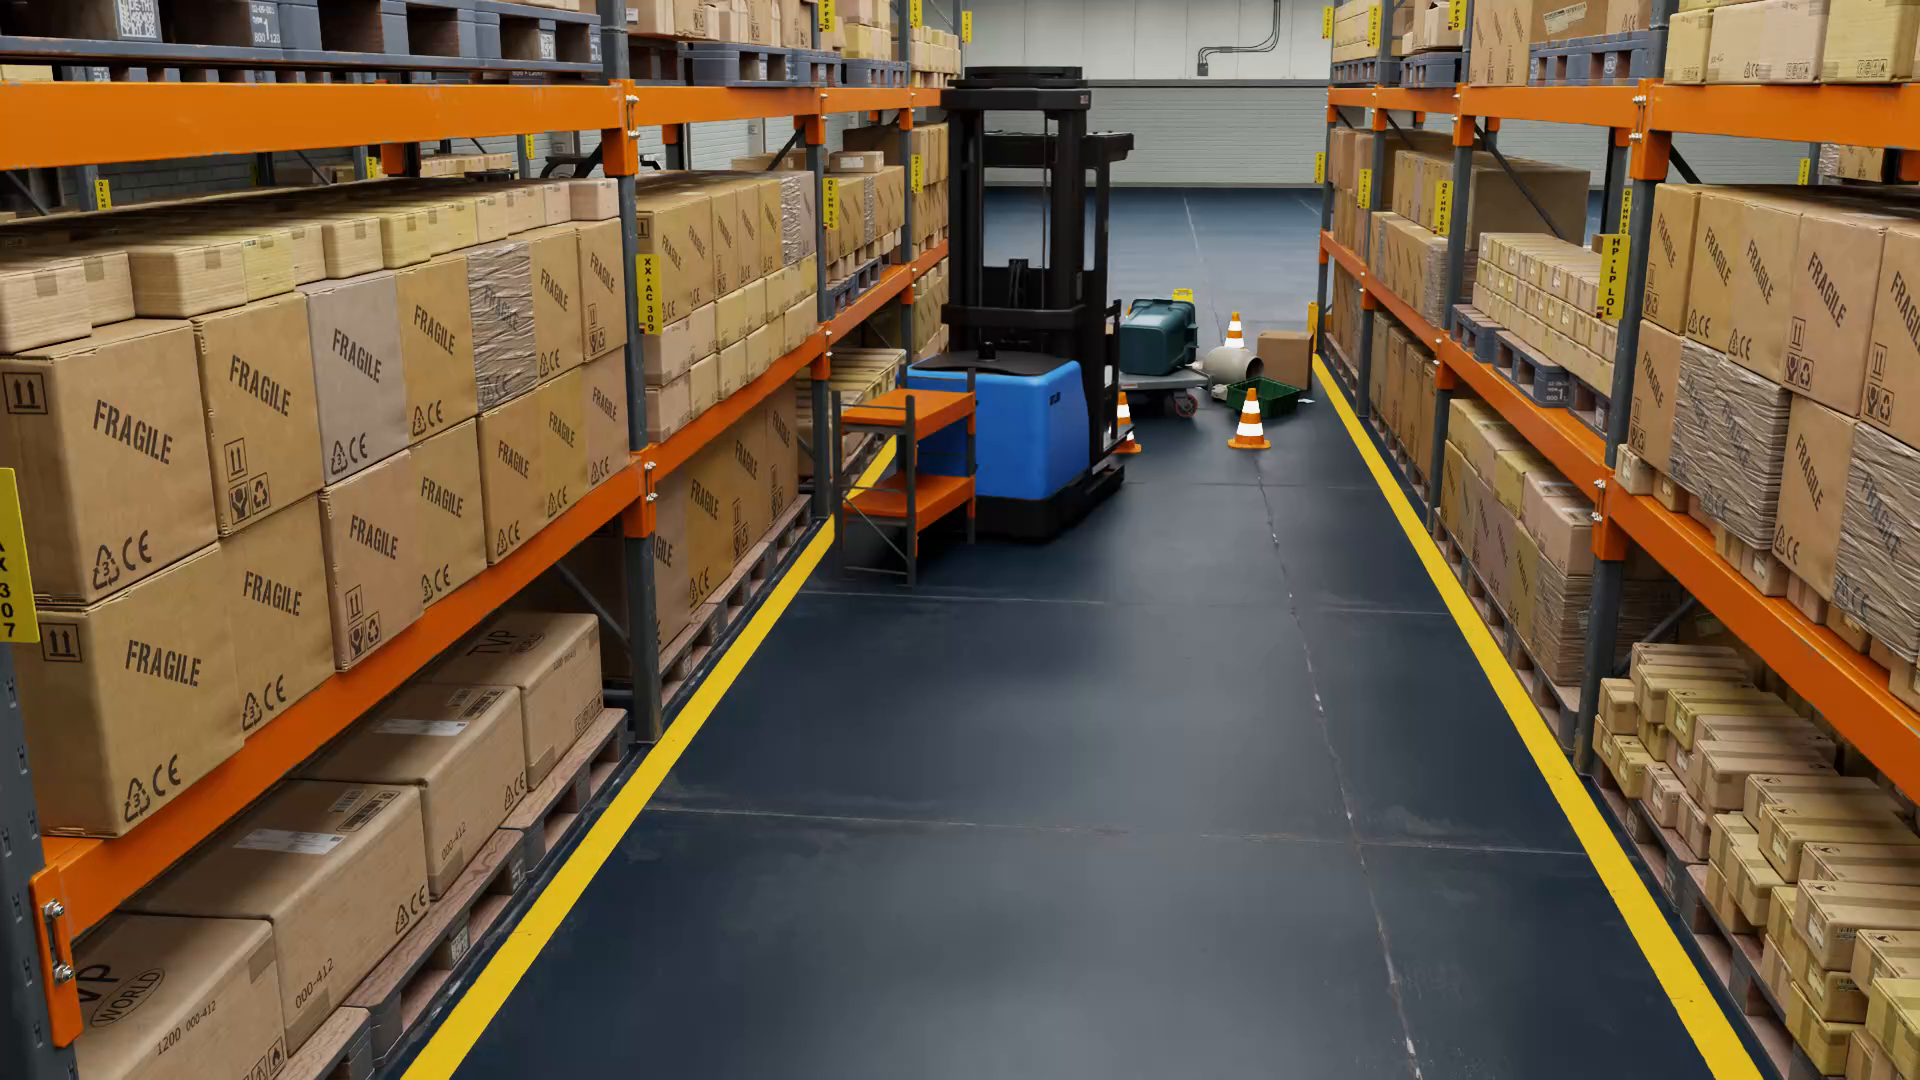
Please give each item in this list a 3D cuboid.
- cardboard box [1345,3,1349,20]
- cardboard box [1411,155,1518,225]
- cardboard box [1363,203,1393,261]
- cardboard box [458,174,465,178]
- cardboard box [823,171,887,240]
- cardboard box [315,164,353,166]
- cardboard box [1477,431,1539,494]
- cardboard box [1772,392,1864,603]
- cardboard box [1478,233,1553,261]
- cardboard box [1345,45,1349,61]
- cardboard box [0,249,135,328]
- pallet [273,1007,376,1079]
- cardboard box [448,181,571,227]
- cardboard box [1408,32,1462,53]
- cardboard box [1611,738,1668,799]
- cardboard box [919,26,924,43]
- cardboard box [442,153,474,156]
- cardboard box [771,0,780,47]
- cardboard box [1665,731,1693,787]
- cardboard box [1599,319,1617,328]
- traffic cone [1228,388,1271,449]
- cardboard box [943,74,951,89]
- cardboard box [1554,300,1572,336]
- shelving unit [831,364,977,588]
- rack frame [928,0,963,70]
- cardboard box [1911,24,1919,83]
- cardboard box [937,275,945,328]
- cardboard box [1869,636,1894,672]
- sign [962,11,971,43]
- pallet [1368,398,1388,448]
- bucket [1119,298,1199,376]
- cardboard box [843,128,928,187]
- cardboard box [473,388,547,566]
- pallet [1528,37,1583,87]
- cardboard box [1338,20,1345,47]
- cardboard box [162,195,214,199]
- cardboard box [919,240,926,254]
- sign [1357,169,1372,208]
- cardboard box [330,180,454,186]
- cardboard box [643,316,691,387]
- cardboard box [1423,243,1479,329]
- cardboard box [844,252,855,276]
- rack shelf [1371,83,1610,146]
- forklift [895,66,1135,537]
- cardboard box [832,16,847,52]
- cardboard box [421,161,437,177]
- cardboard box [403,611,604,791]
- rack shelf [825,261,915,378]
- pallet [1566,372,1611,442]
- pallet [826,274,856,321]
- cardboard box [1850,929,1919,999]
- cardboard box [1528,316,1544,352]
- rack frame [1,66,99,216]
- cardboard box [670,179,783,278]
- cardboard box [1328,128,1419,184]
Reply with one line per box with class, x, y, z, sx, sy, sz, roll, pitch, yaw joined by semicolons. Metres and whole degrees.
cardboard box;3.985;-5.185;16.302;0.380;0.149;0.250;1;15;5
cardboard box;3.839;-2.663;12.657;0.700;0.500;0.500;2;15;7
cardboard box;4.033;-2.694;14.592;0.875;0.550;0.550;2;15;6
cardboard box;-5.289;-3.758;17.378;0.380;0.149;0.250;2;15;7
cardboard box;-0.870;-2.651;13.154;0.500;0.500;0.500;2;15;8
cardboard box;-6.037;-3.520;15.930;0.380;0.149;0.250;2;15;6
cardboard box;3.108;-0.415;8.998;0.500;0.250;0.500;2;15;7
cardboard box;2.621;-0.124;4.611;0.500;0.500;0.500;2;15;9
cardboard box;3.307;-1.742;9.893;0.380;0.149;0.250;2;15;6
cardboard box;3.955;-4.734;16.162;0.380;0.149;0.250;2;15;6
cardboard box;-2.007;-0.531;3.530;0.380;0.149;0.250;2;15;8
pallet;-2.268;1.603;4.328;1.003;0.211;1.213;2;15;6
cardboard box;-1.686;-1.260;6.226;0.380;0.149;0.250;2;15;8
cardboard box;3.587;-3.748;12.514;0.380;0.149;0.250;2;15;6
cardboard box;2.710;0.877;6.331;0.380;0.149;0.250;2;15;8
cardboard box;-0.528;-4.566;15.007;0.380;0.149;0.250;1;15;4
cardboard box;-5.658;-4.252;18.637;0.380;0.149;0.250;1;15;5
cardboard box;-1.186;-2.826;9.074;0.396;0.266;0.258;1;15;5
cardboard box;2.810;0.796;6.058;0.380;0.149;0.250;2;15;6
cardboard box;2.981;-0.999;7.147;0.380;0.149;0.250;1;15;5
traffic cone;2.351;-0.998;13.466;0.336;0.463;0.334;2;15;6
cardboard box;-0.297;-4.775;17.310;0.380;0.149;0.250;2;15;8
cardboard box;3.066;-1.056;7.928;0.380;0.149;0.250;1;15;3
shelving unit;-0.318;-0.414;10.038;0.538;1.125;1.048;6;16;20
rack frame;-0.475;-6.579;17.752;1.000;3.000;0.127;2;15;6
cardboard box;2.557;-1.176;3.804;0.500;0.250;0.500;2;15;9
cardboard box;-0.426;-2.439;16.960;0.500;0.500;0.500;1;15;5
cardboard box;2.638;0.283;4.348;0.380;0.149;0.250;1;15;4
sign;0.074;-5.537;17.948;0.100;0.325;0.005;2;15;6
pallet;3.991;-0.977;13.872;1.003;0.211;1.213;2;15;6
bucket;1.728;-1.782;14.867;0.726;0.611;0.620;7;27;25
cardboard box;-0.662;-3.428;14.914;0.700;0.500;0.500;2;15;6
cardboard box;-1.723;-0.226;5.561;0.500;0.500;0.500;1;15;5
pallet;3.390;-2.234;7.791;1.213;0.211;1.003;2;15;6
cardboard box;4.089;-5.084;16.692;0.500;0.250;0.500;2;15;6
cardboard box;-6.308;-2.738;13.607;0.380;0.149;0.250;2;15;6
cardboard box;-0.533;-2.796;15.738;0.380;0.149;0.250;2;15;8
sign;3.451;-2.998;14.192;0.100;0.325;0.005;2;15;6
cardboard box;-2.136;-1.273;6.275;0.380;0.149;0.250;2;15;7
cardboard box;-1.500;-0.845;7.371;0.500;0.250;0.500;1;15;5
cardboard box;3.336;-1.661;10.868;0.500;0.500;0.500;2;15;6
cardboard box;-0.963;-1.981;11.918;0.380;0.149;0.250;2;15;7
rack shelf;3.777;-3.108;12.040;1.077;0.370;4.000;2;15;6
forklift;0.553;-1.774;11.608;1.130;2.935;3.031;5;16;19
cardboard box;-1.234;-3.502;11.923;0.797;0.503;0.637;2;15;6
cardboard box;-5.462;-3.706;16.617;0.380;0.149;0.250;2;15;6
cardboard box;-2.007;0.623;6.714;0.875;0.438;0.875;1;15;5
rack shelf;-1.152;-1.779;12.874;1.077;0.370;4.000;2;15;6
pallet;3.331;-0.552;7.325;1.003;0.211;1.213;2;15;6
pallet;-1.404;-1.703;11.582;1.213;0.211;1.003;2;15;6
cardboard box;2.537;1.128;4.260;0.380;0.149;0.250;1;15;4
cardboard box;3.122;-1.048;8.469;0.380;0.149;0.250;1;15;4
rack frame;-6.311;-1.753;11.399;1.000;3.000;0.127;2;15;6
cardboard box;-1.289;-1.735;9.225;0.500;0.500;0.500;2;15;6
cardboard box;4.374;-4.062;17.581;0.875;0.550;0.550;2;15;6
